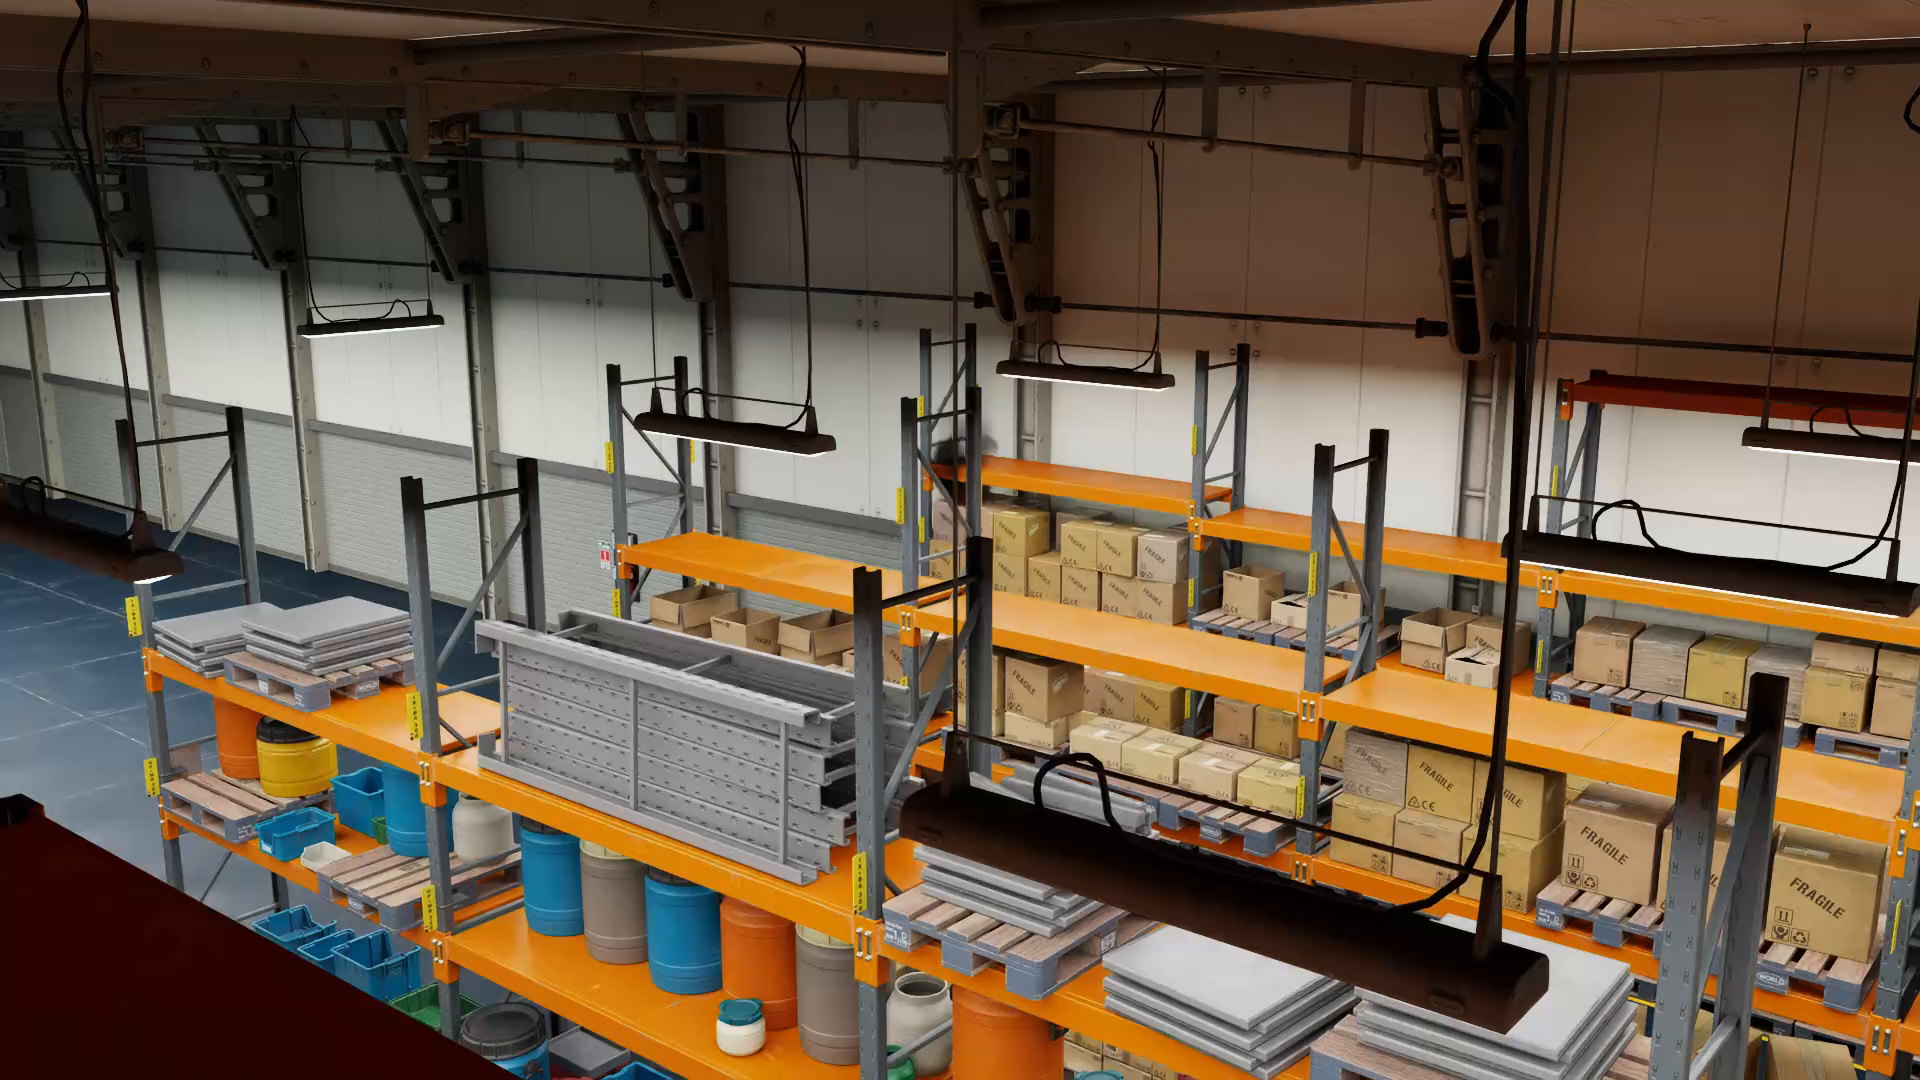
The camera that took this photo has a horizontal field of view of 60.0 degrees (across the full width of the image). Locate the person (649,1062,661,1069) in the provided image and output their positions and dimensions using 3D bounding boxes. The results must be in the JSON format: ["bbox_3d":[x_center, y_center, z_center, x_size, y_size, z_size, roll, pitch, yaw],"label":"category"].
[{"bbox_3d":[-2.998,3.981,14.786,0.870,1.685,0.595,6,14,26],"label":"person"}]
